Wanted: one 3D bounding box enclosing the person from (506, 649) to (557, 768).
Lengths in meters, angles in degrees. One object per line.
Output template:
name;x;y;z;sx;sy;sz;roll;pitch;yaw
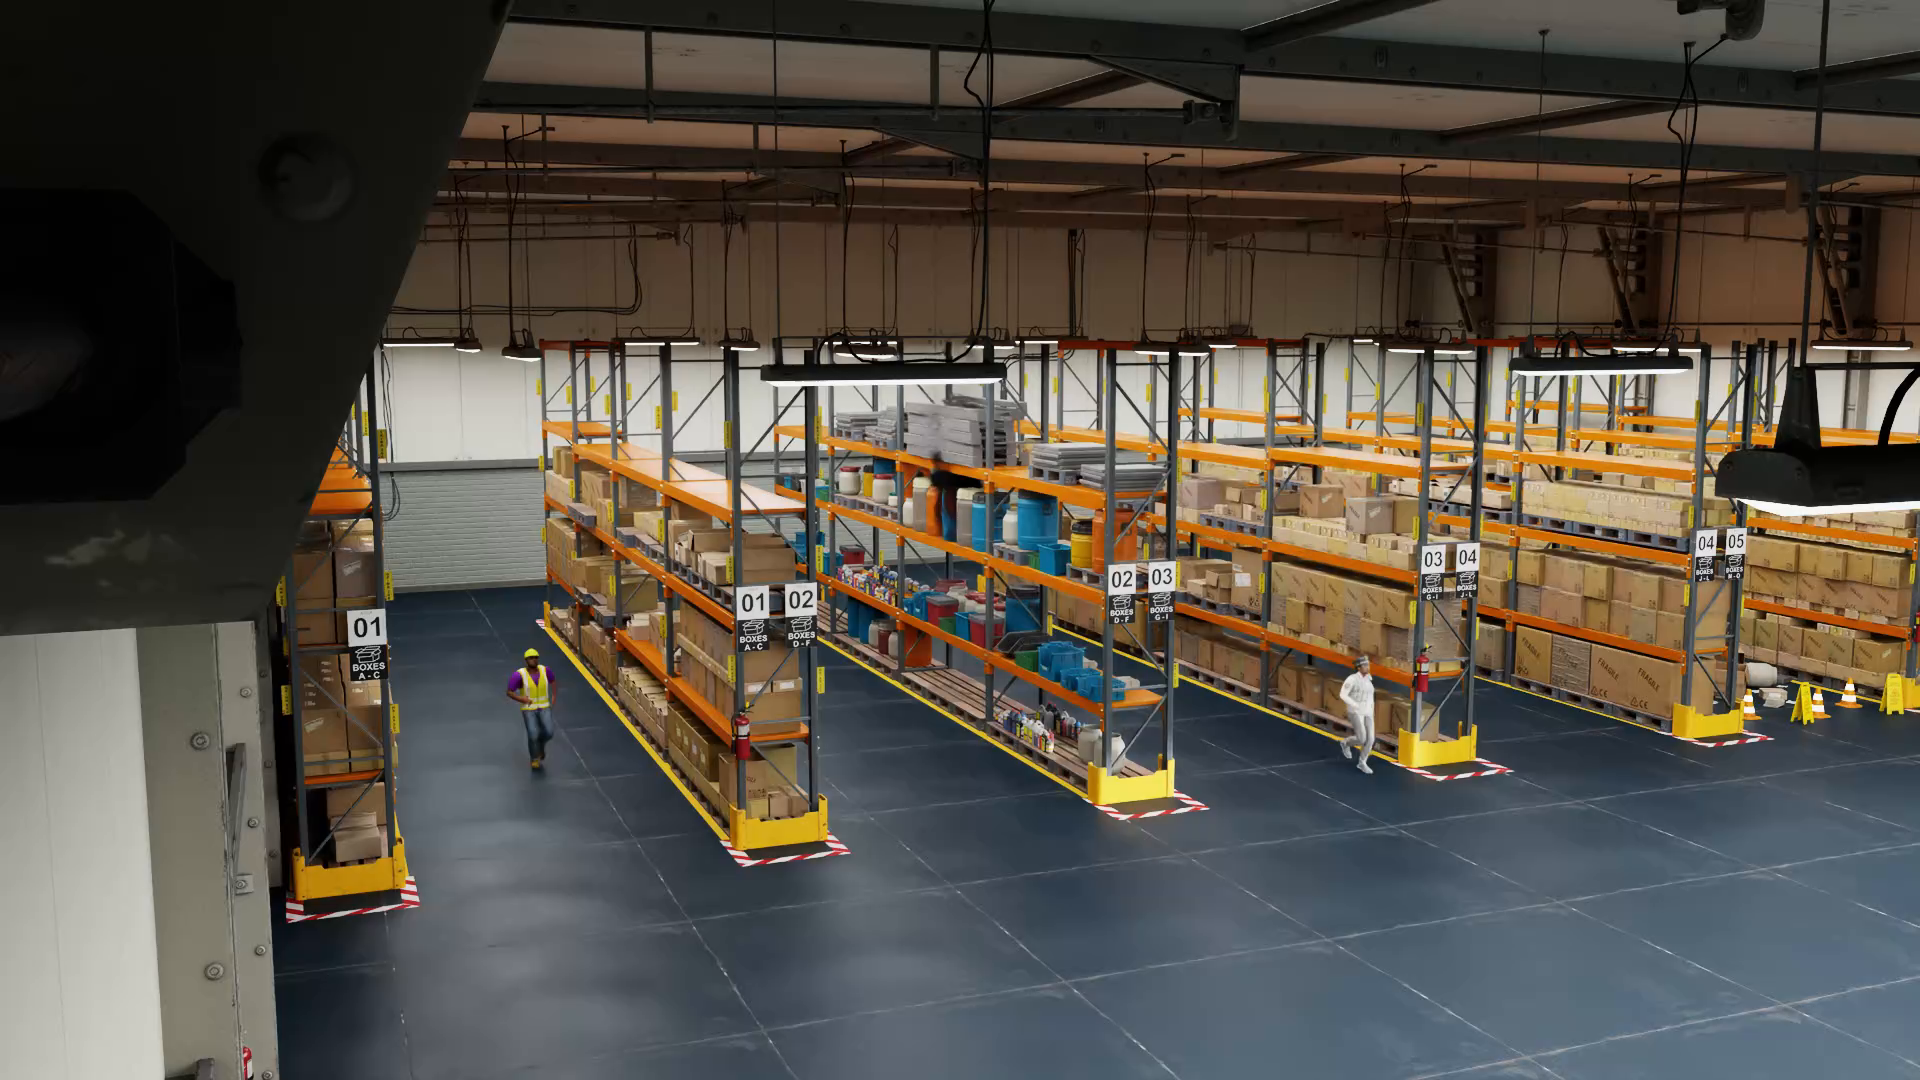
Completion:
person;-6.043;2.399;23.672;0.770;1.721;0.526;-5;9;-34

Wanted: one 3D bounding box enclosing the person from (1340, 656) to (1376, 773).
person;5.650;2.456;23.667;0.600;1.681;0.608;-4;8;-28
